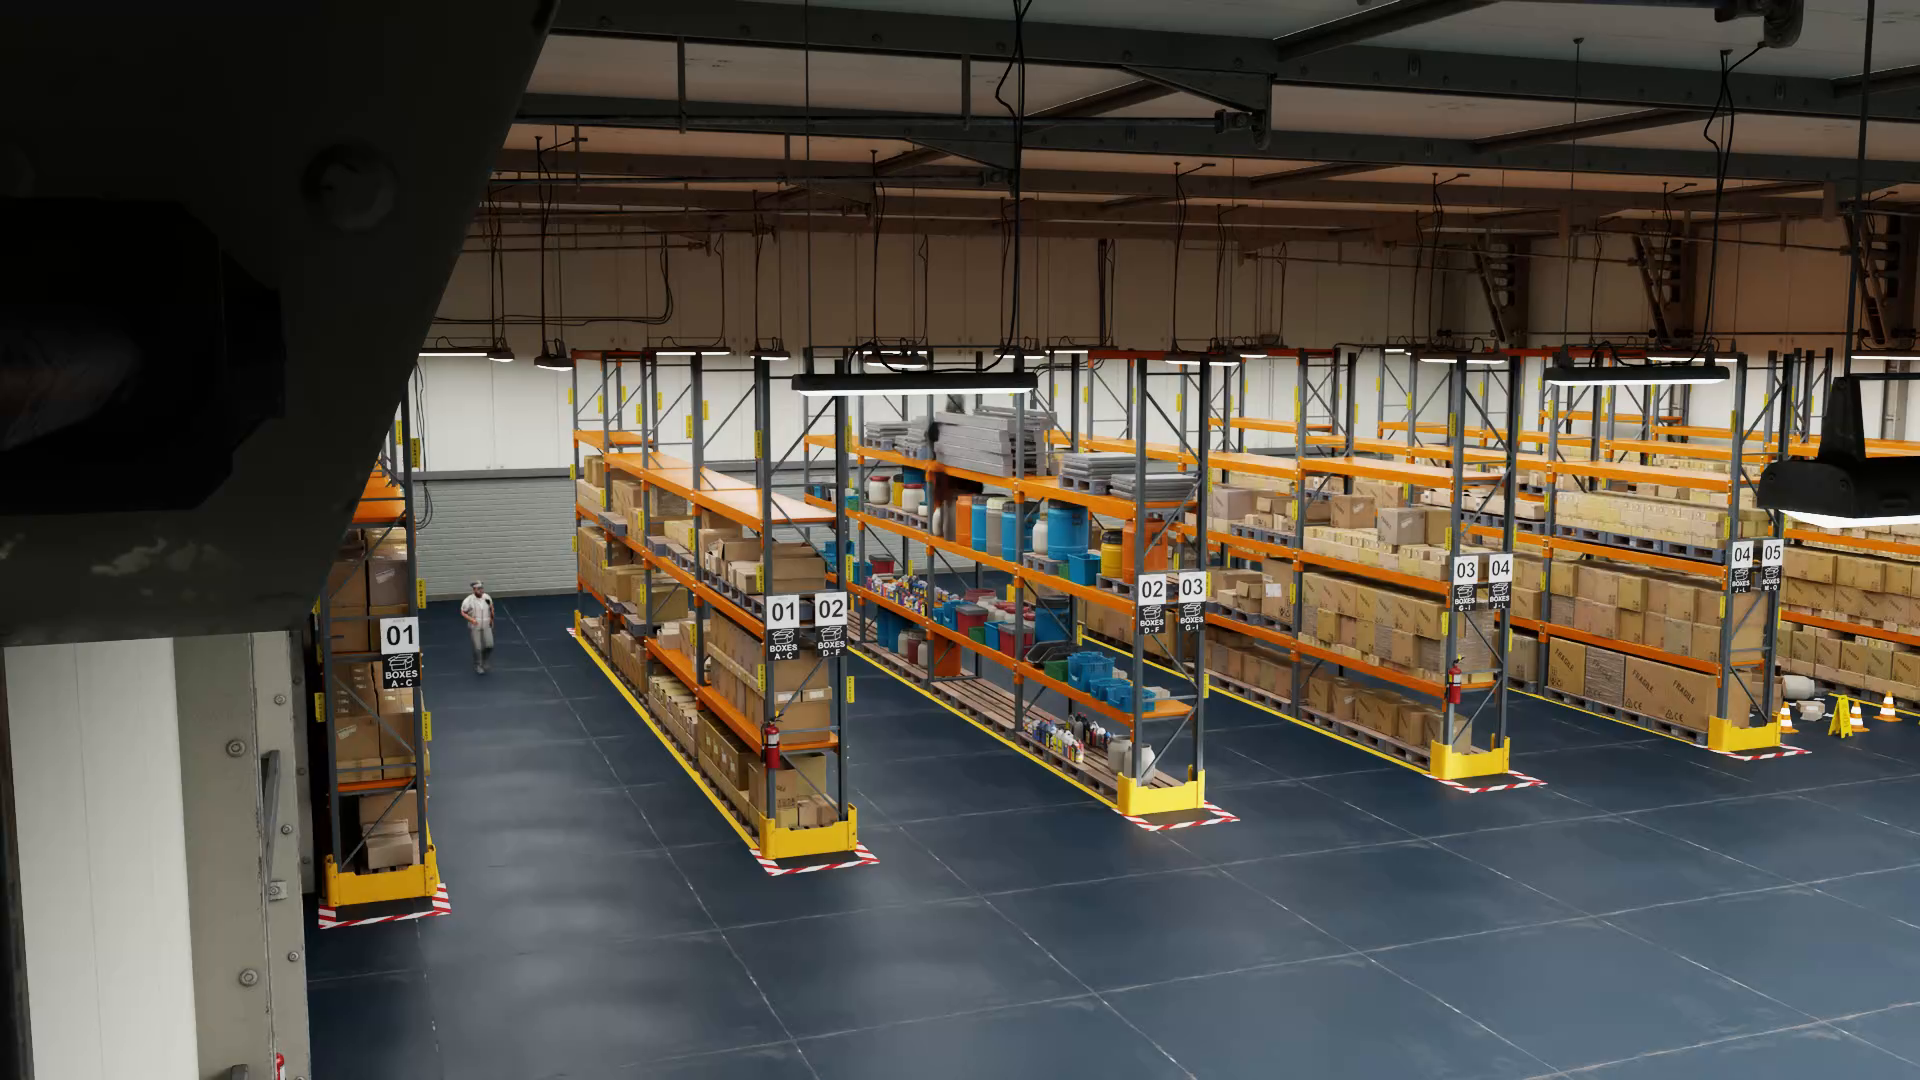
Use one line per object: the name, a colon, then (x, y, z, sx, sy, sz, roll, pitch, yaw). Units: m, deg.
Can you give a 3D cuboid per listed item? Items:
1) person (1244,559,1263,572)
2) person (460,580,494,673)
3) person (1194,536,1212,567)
person: (7.660, 0.144, 43.096, 0.587, 1.711, 0.836, 7, 10, 44)
person: (-8.955, 1.614, 31.021, 0.667, 1.749, 0.577, -4, 8, -32)
person: (5.422, 0.731, 38.048, 0.691, 1.782, 0.930, -3, 8, -24)
